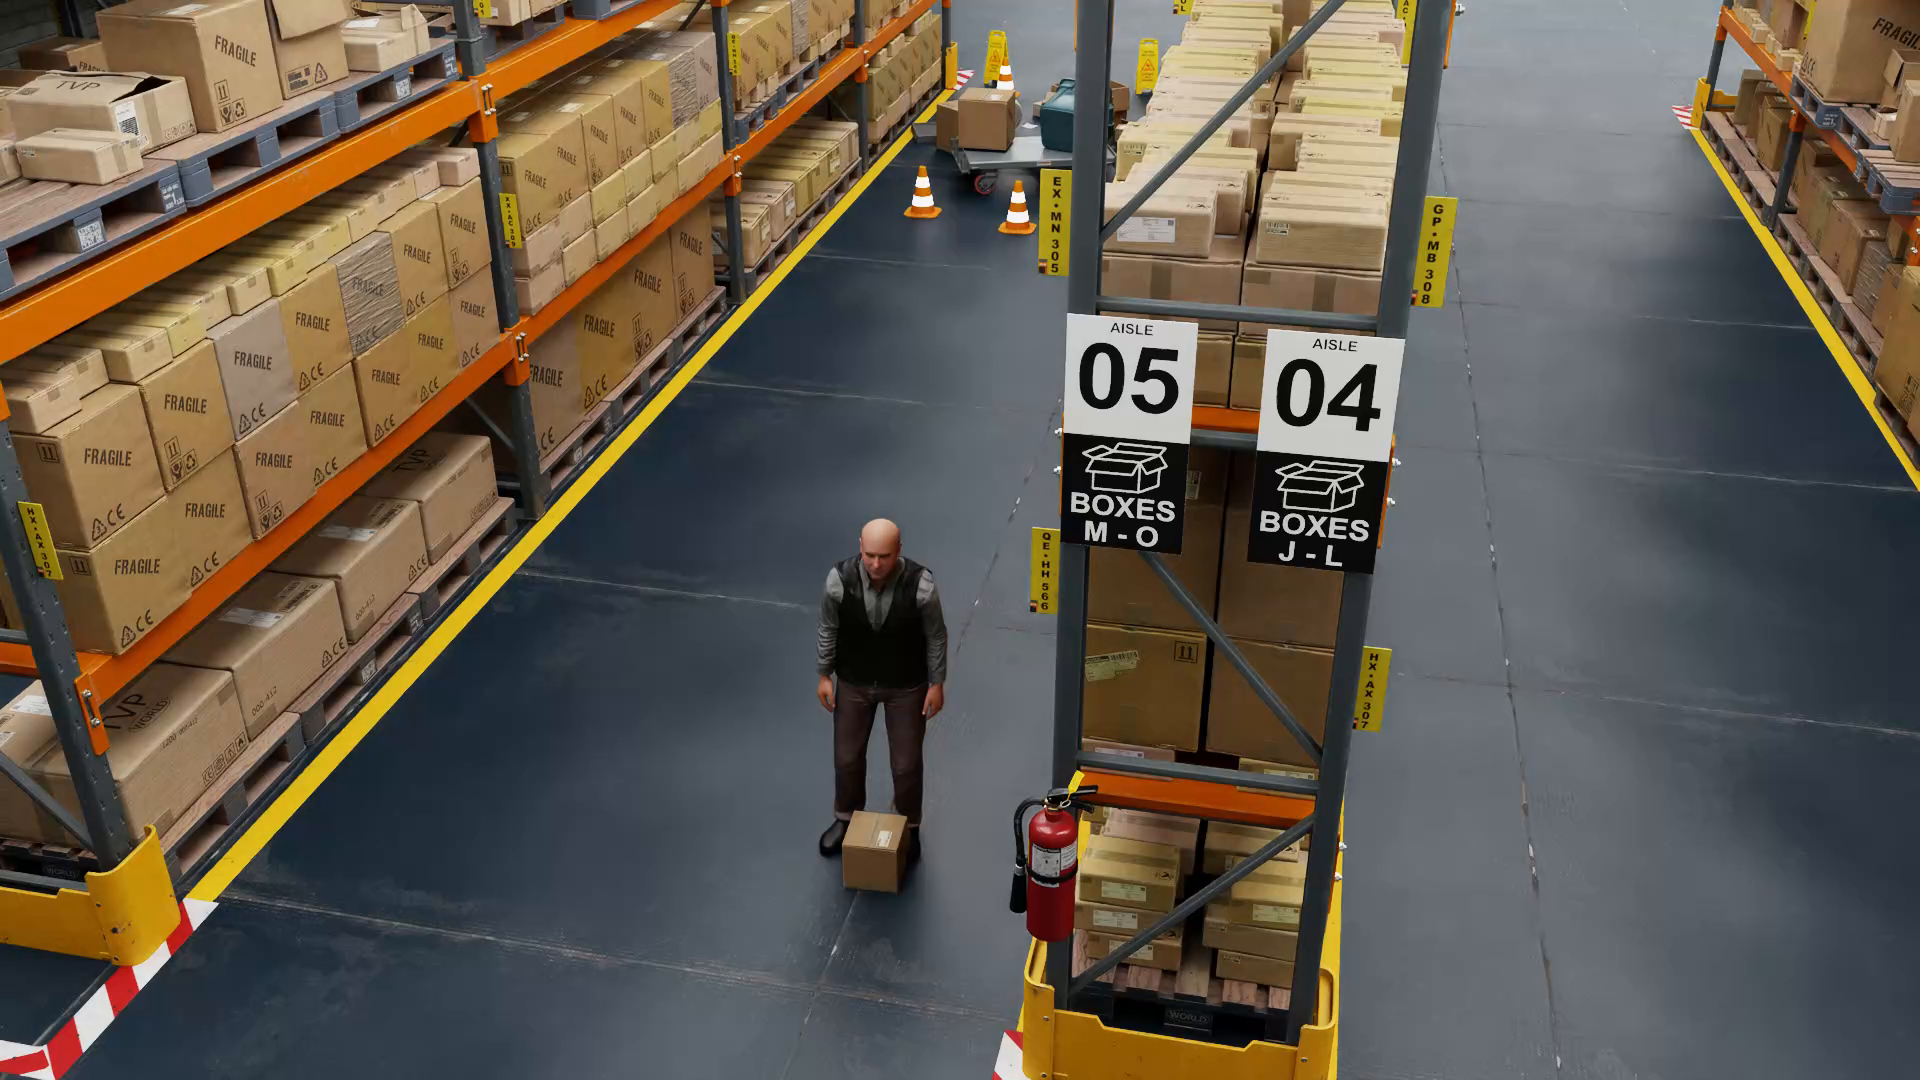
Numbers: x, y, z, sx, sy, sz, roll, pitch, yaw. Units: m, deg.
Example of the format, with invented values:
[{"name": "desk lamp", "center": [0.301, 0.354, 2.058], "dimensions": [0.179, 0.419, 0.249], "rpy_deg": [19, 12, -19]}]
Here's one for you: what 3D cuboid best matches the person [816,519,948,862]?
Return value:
[{"name": "person", "center": [-0.350, 0.686, 7.495], "dimensions": [0.595, 1.619, 0.418], "rpy_deg": [4, 29, 7]}]
